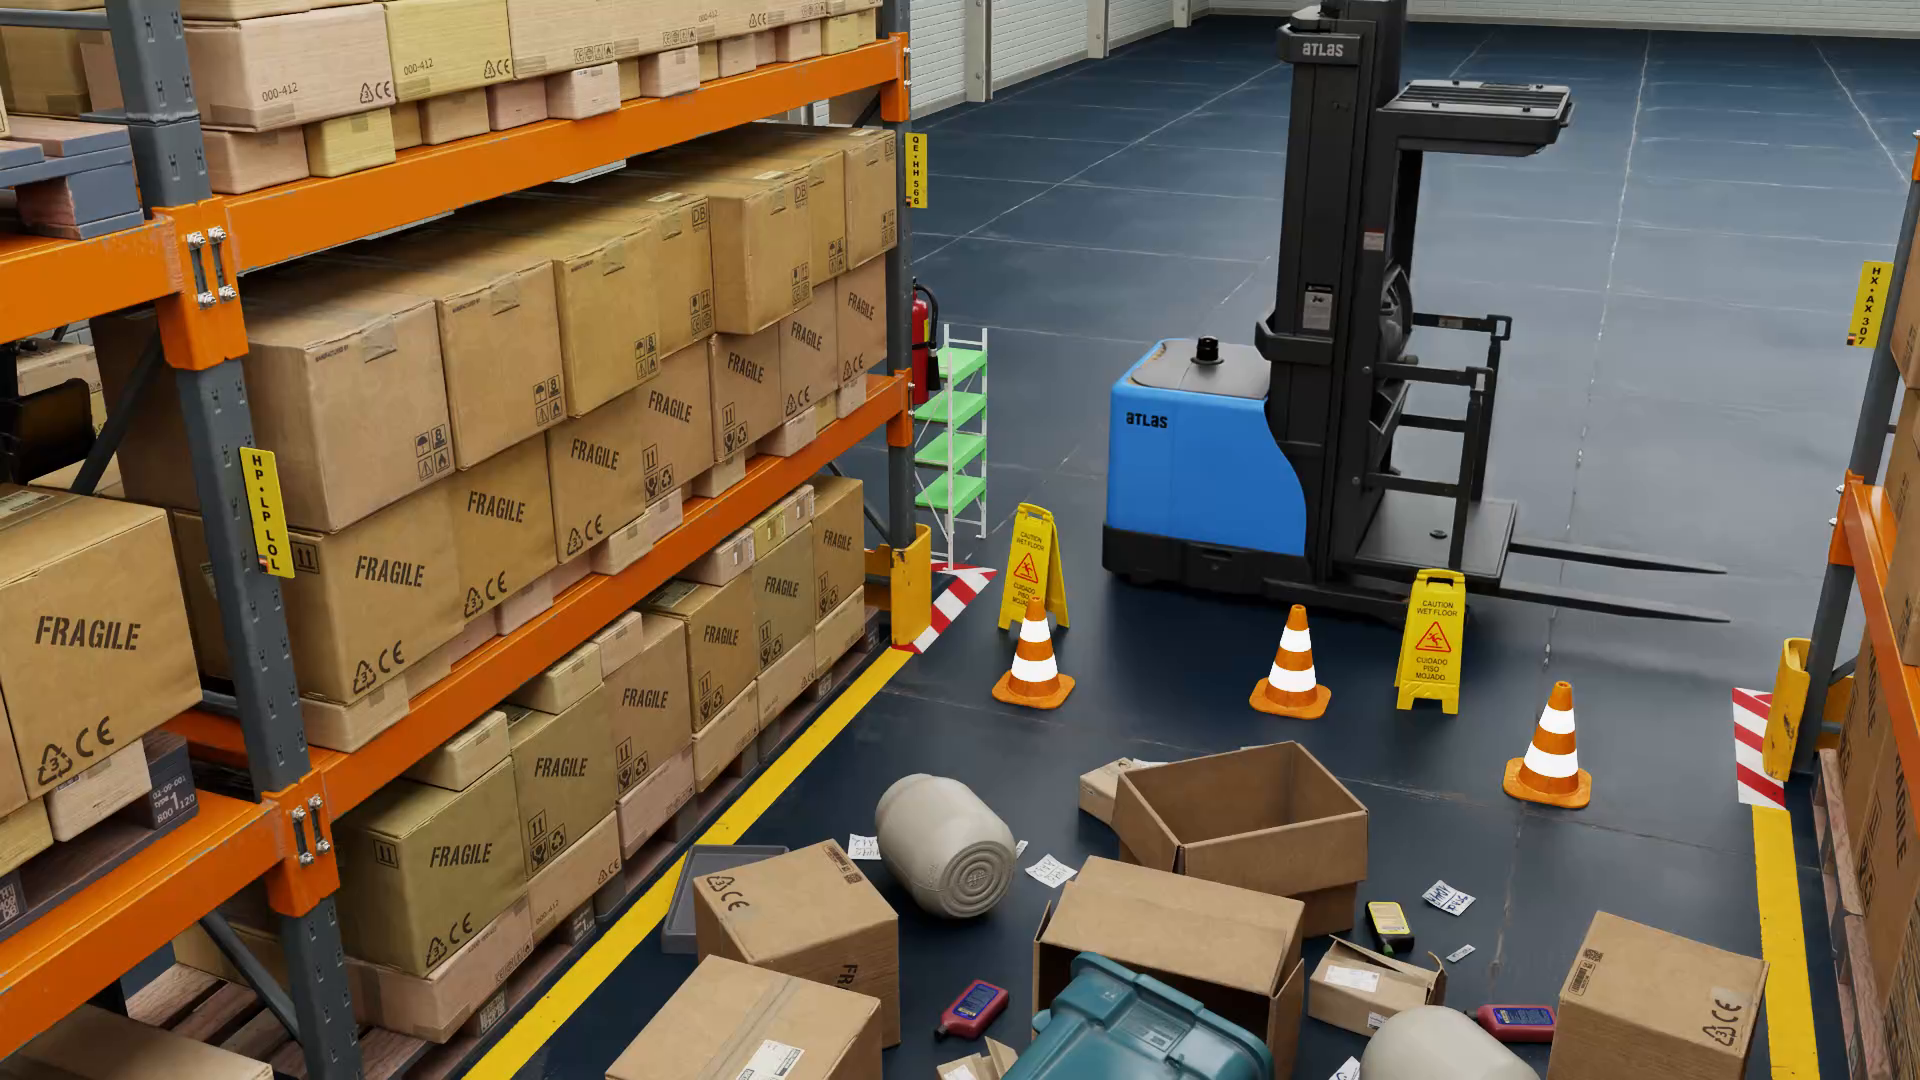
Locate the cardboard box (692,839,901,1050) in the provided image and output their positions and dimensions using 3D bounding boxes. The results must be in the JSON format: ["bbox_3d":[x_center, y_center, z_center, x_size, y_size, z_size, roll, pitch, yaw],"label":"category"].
[{"bbox_3d":[-0.525,1.356,5.352,0.500,0.500,0.500,-12,25,-26],"label":"cardboard box"}]

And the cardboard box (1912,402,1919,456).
[{"bbox_3d":[3.306,-0.416,4.759,0.875,0.550,0.550,9,24,20],"label":"cardboard box"}]

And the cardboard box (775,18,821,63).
[{"bbox_3d":[-0.766,-1.956,6.475,0.380,0.149,0.250,10,25,22],"label":"cardboard box"}]

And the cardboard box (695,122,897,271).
[{"bbox_3d":[-0.688,-1.470,7.065,0.700,0.500,0.500,8,24,19],"label":"cardboard box"}]

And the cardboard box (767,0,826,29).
[{"bbox_3d":[-0.841,-2.092,6.283,0.500,0.250,0.500,8,24,19],"label":"cardboard box"}]

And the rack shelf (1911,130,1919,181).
[{"bbox_3d":[3.190,-0.703,4.083,1.077,0.370,4.000,9,24,20],"label":"rack shelf"}]

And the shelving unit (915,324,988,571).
[{"bbox_3d":[-0.061,-0.494,8.877,0.258,1.200,0.503,9,24,20],"label":"shelving unit"}]

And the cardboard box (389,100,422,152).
[{"bbox_3d":[-1.704,-1.143,4.528,0.380,0.149,0.250,9,24,20],"label":"cardboard box"}]

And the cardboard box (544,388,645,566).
[{"bbox_3d":[-1.401,-0.270,5.488,0.500,0.500,0.500,9,24,20],"label":"cardboard box"}]

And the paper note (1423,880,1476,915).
[{"bbox_3d":[1.789,1.307,6.083,0.144,0.017,0.142,19,29,38],"label":"paper note"}]

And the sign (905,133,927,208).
[{"bbox_3d":[-0.193,-1.633,7.355,0.100,0.325,0.005,9,24,20],"label":"sign"}]

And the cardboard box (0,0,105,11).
[{"bbox_3d":[-2.271,-1.389,4.082,0.380,0.149,0.250,9,24,21],"label":"cardboard box"}]

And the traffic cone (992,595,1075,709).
[{"bbox_3d":[0.337,0.470,7.525,0.336,0.463,0.334,9,24,20],"label":"traffic cone"}]

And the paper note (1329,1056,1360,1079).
[{"bbox_3d":[1.252,1.690,5.174,0.172,0.023,0.155,19,29,38],"label":"paper note"}]

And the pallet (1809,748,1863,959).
[{"bbox_3d":[3.708,1.217,6.062,1.003,0.211,1.213,9,24,20],"label":"pallet"}]

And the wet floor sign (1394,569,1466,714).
[{"bbox_3d":[2.105,0.426,7.394,0.267,0.644,0.232,5,23,11],"label":"wet floor sign"}]

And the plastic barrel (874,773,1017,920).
[{"bbox_3d":[-0.062,1.105,6.055,0.421,0.421,0.512,-12,25,-26],"label":"plastic barrel"}]

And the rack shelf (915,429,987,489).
[{"bbox_3d":[-0.061,-0.436,8.902,0.258,0.148,0.480,9,24,20],"label":"rack shelf"}]

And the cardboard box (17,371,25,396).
[{"bbox_3d":[-5.376,-0.742,8.860,0.500,0.250,0.500,9,24,21],"label":"cardboard box"}]

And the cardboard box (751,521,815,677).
[{"bbox_3d":[-0.947,0.201,6.927,0.500,0.500,0.500,10,25,22],"label":"cardboard box"}]

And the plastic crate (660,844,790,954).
[{"bbox_3d":[-0.842,1.295,6.046,0.402,0.080,0.583,1,23,2],"label":"plastic crate"}]

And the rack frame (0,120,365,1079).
[{"bbox_3d":[-2.186,0.392,4.420,1.000,3.000,0.127,9,24,20],"label":"rack frame"}]

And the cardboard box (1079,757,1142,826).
[{"bbox_3d":[0.688,1.034,6.581,0.250,0.149,0.380,-17,28,-35],"label":"cardboard box"}]

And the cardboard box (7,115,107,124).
[{"bbox_3d":[-2.353,-1.033,4.265,0.380,0.149,0.250,9,24,20],"label":"cardboard box"}]

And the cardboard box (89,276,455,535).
[{"bbox_3d":[-1.822,-0.379,4.453,0.700,0.500,0.500,9,24,20],"label":"cardboard box"}]

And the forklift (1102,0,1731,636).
[{"bbox_3d":[2.315,-1.102,8.086,3.031,2.935,1.130,9,24,20],"label":"forklift"}]

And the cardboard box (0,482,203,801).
[{"bbox_3d":[-2.145,0.213,3.788,0.500,0.500,0.500,8,24,19],"label":"cardboard box"}]

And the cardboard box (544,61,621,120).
[{"bbox_3d":[-1.283,-1.401,5.147,0.380,0.149,0.250,8,24,19],"label":"cardboard box"}]

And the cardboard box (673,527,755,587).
[{"bbox_3d":[-1.026,0.039,6.473,0.380,0.149,0.250,10,25,22],"label":"cardboard box"}]

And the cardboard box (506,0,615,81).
[{"bbox_3d":[-1.388,-1.542,4.966,0.500,0.250,0.500,9,24,21],"label":"cardboard box"}]

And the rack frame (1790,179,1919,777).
[{"bbox_3d":[3.933,-0.367,6.236,1.000,3.000,0.127,9,24,20],"label":"rack frame"}]

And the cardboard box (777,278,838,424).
[{"bbox_3d":[-0.837,-0.811,6.783,0.500,0.500,0.500,9,24,20],"label":"cardboard box"}]

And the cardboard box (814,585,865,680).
[{"bbox_3d":[-0.760,0.372,7.490,0.500,0.250,0.500,9,24,20],"label":"cardboard box"}]

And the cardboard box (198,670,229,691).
[{"bbox_3d":[-2.350,0.349,4.848,0.380,0.149,0.250,9,24,20],"label":"cardboard box"}]

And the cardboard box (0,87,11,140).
[{"bbox_3d":[-2.269,-0.887,3.239,0.500,0.250,0.500,8,24,19],"label":"cardboard box"}]

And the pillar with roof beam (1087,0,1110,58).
[{"bbox_3d":[6.506,-12.369,27.186,9.100,9.000,0.400,9,24,20],"label":"pillar with roof beam"}]

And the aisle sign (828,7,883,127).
[{"bbox_3d":[-0.408,-2.220,7.299,0.394,0.787,0.004,9,24,20],"label":"aisle sign"}]

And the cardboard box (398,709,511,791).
[{"bbox_3d":[-1.615,0.613,5.099,0.380,0.149,0.250,9,24,21],"label":"cardboard box"}]

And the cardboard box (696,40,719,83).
[{"bbox_3d":[-1.075,-1.686,5.828,0.380,0.149,0.250,8,24,19],"label":"cardboard box"}]

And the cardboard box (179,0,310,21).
[{"bbox_3d":[-1.766,-1.310,3.894,0.380,0.149,0.250,8,24,19],"label":"cardboard box"}]

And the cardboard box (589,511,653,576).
[{"bbox_3d":[-1.288,-0.015,5.721,0.380,0.149,0.250,9,24,20],"label":"cardboard box"}]

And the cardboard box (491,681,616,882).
[{"bbox_3d":[-1.529,0.755,5.600,0.500,0.500,0.500,10,25,22],"label":"cardboard box"}]

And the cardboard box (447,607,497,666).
[{"bbox_3d":[-1.656,0.244,5.100,0.380,0.149,0.250,9,24,20],"label":"cardboard box"}]

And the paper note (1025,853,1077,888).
[{"bbox_3d":[0.342,1.242,6.253,0.148,0.019,0.142,19,29,38],"label":"paper note"}]

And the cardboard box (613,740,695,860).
[{"bbox_3d":[-1.334,0.912,6.198,0.500,0.250,0.500,8,24,19],"label":"cardboard box"}]

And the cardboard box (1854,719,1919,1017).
[{"bbox_3d":[3.417,0.987,5.207,0.875,0.875,0.875,8,24,19],"label":"cardboard box"}]

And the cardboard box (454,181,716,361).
[{"bbox_3d":[-1.291,-0.934,5.782,0.700,0.500,0.500,9,24,20],"label":"cardboard box"}]

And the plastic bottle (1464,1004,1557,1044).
[{"bbox_3d":[1.794,1.572,5.406,0.283,0.061,0.133,1,23,2],"label":"plastic bottle"}]

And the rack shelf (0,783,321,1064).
[{"bbox_3d":[-2.929,1.440,2.845,1.077,0.370,4.000,9,24,20],"label":"rack shelf"}]

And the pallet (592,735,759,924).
[{"bbox_3d":[-1.518,0.995,6.593,1.003,0.211,1.213,9,24,20],"label":"pallet"}]

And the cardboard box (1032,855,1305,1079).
[{"bbox_3d":[0.658,1.377,5.125,0.797,0.637,0.503,9,24,20],"label":"cardboard box"}]

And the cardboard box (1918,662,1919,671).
[{"bbox_3d":[3.170,0.281,4.490,0.875,0.550,0.500,9,24,20],"label":"cardboard box"}]

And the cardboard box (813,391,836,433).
[{"bbox_3d":[-0.747,-0.564,7.034,0.380,0.149,0.250,8,24,19],"label":"cardboard box"}]

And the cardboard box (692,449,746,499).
[{"bbox_3d":[-1.051,-0.291,6.381,0.380,0.149,0.250,9,24,20],"label":"cardboard box"}]

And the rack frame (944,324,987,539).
[{"bbox_3d":[0.029,-0.582,9.086,0.240,1.200,0.015,9,24,20],"label":"rack frame"}]

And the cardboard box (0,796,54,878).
[{"bbox_3d":[-2.236,0.630,3.632,0.380,0.149,0.250,8,24,18],"label":"cardboard box"}]
